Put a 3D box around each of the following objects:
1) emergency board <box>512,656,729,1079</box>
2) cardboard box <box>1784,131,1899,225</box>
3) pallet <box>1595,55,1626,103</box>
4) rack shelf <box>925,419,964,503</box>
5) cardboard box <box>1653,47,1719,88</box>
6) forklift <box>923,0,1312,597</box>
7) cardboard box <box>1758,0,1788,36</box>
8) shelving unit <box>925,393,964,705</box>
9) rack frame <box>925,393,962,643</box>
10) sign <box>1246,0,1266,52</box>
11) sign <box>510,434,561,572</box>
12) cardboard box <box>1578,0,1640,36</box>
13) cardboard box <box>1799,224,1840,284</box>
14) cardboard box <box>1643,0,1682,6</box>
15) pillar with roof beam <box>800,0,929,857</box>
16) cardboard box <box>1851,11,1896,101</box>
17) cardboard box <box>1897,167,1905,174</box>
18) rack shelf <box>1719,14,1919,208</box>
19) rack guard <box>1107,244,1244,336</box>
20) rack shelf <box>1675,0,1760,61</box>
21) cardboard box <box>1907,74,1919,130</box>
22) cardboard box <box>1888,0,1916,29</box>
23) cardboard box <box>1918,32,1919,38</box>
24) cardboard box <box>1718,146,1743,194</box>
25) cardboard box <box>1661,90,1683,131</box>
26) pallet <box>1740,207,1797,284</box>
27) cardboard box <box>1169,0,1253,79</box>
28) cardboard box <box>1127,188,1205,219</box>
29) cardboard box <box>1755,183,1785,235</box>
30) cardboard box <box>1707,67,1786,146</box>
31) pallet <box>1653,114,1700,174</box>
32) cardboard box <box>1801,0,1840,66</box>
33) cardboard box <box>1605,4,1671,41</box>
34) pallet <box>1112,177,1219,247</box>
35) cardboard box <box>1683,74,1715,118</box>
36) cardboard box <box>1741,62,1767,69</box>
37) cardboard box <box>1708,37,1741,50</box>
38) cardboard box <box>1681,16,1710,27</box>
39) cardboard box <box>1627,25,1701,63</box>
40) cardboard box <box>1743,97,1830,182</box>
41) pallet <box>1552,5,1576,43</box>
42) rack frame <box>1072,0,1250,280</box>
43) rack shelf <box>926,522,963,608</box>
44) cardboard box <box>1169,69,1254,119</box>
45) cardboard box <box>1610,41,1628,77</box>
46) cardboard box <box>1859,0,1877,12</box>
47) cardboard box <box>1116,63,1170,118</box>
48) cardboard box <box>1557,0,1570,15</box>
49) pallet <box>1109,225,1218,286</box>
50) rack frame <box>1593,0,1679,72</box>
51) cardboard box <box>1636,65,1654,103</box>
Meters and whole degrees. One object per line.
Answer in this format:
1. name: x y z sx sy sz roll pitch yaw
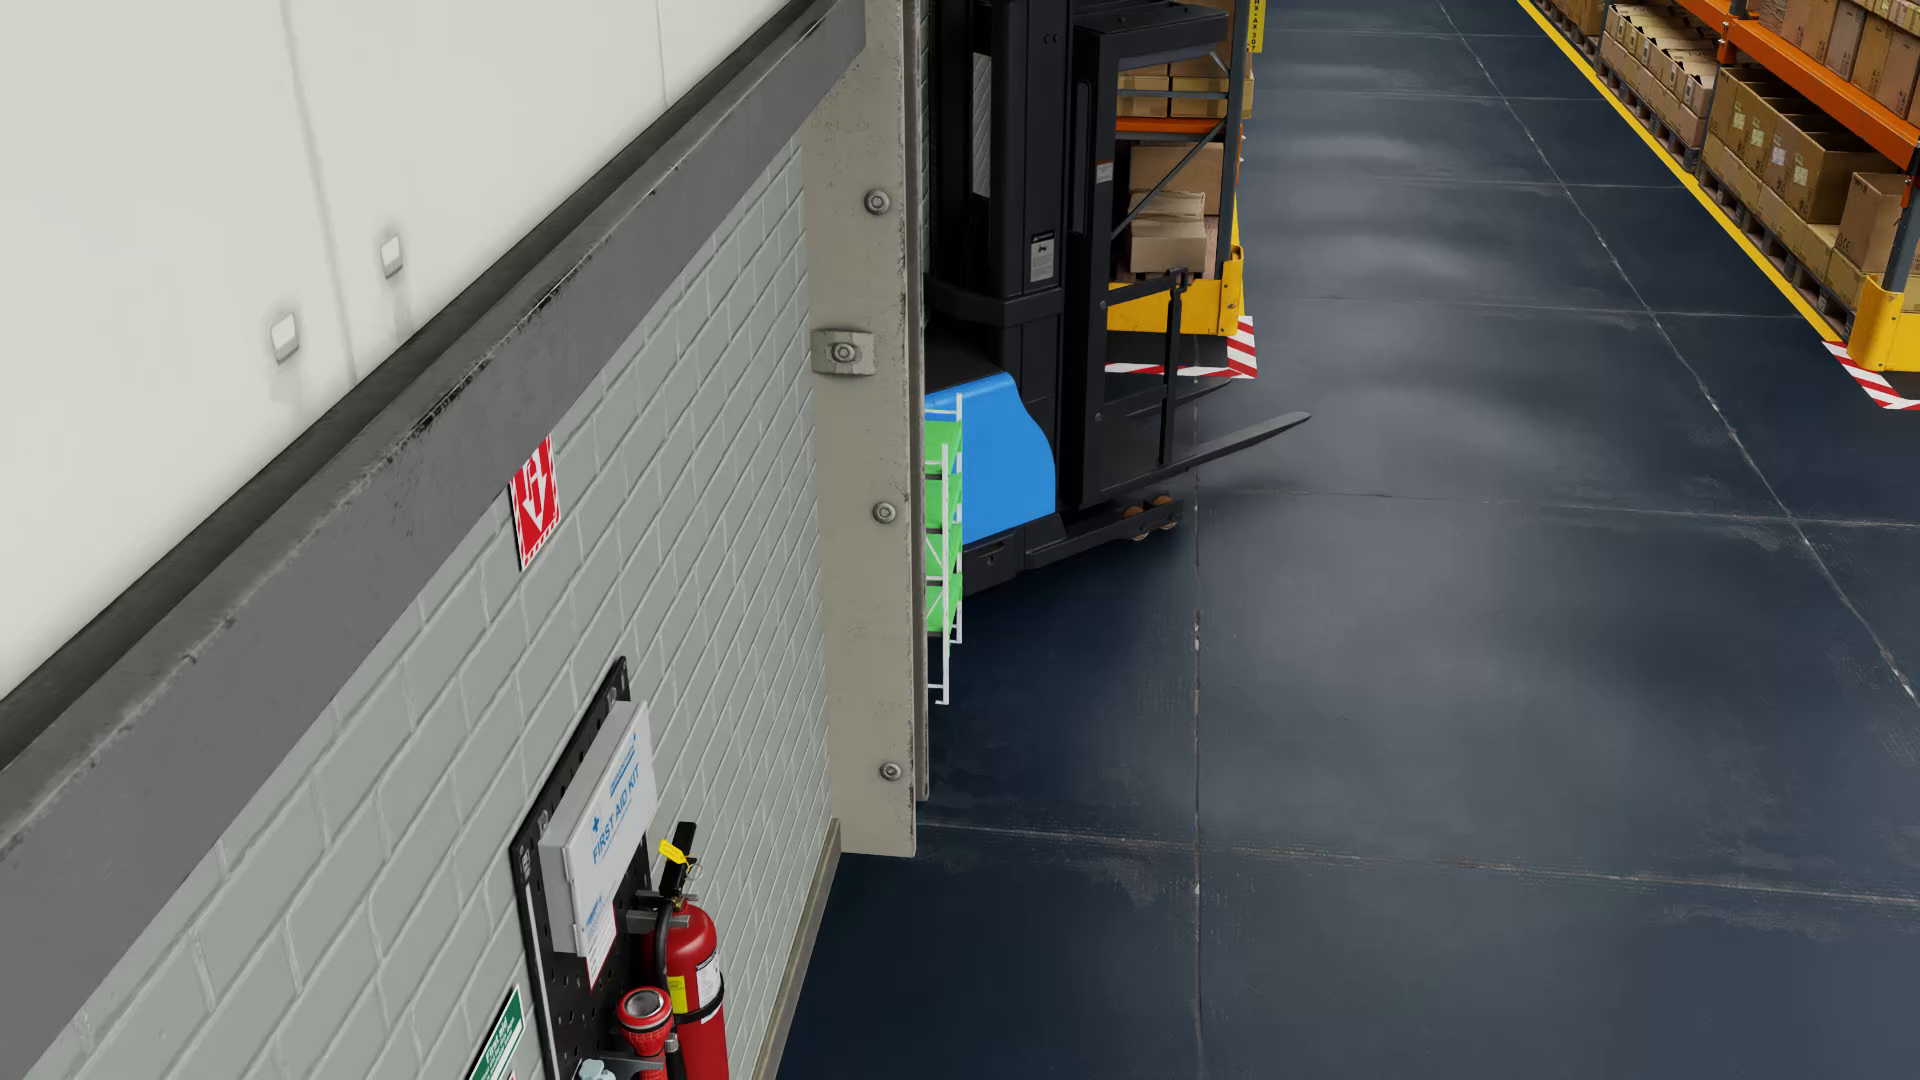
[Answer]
1. emergency board: -0.638 0.901 3.415 0.194 1.169 0.643 3 28 6
2. cardboard box: 6.006 -2.464 11.327 0.500 0.500 0.500 3 28 6
3. pallet: 6.968 -4.571 16.513 1.003 0.211 1.213 3 28 6
4. rack shelf: -0.140 -0.330 6.720 0.258 0.148 0.480 3 28 6
5. cardboard box: 6.504 -4.210 14.767 0.500 0.311 0.500 3 28 6
6. forklift: 0.503 -1.469 7.887 3.031 2.935 1.130 -20 34 -32
7. cardboard box: 6.569 -4.136 12.659 0.700 0.500 0.500 3 28 5
8. shelving unit: -0.140 0.037 6.917 0.258 1.200 0.503 3 28 6
9. rack frame: -0.113 -0.078 7.130 0.240 1.200 0.015 3 28 6
10. sign: 1.749 -3.054 9.844 0.100 0.325 0.005 3 28 6
11. sign: -0.738 -0.121 2.869 0.001 0.298 0.199 3 28 6
12. cardboard box: 6.989 -5.731 17.897 0.500 0.500 0.500 4 29 8
13. cardboard box: 5.949 -1.898 11.067 0.500 0.250 0.500 3 28 6
14. cardboard box: 7.447 -5.475 17.422 0.500 0.500 0.500 5 29 8
15. pillar with roof beam: 3.975 -2.651 3.683 9.100 9.000 0.400 3 28 6
16. cardboard box: 6.324 -3.162 10.852 0.700 0.500 0.500 4 29 7
17. cardboard box: 6.522 -2.434 11.271 0.500 0.500 0.500 3 28 6
18. rack shelf: 6.373 -3.043 11.494 1.077 0.370 4.000 3 28 6
19. rack guard: 1.220 -1.640 10.767 1.175 0.500 0.348 3 28 6
20. rack shelf: 6.863 -4.926 14.989 1.077 0.370 4.000 3 28 6
21. cardboard box: 6.197 -2.681 9.959 0.700 0.500 0.500 3 28 6
22. cardboard box: 6.080 -3.301 10.425 0.380 0.149 0.250 4 29 7
23. cardboard box: 6.016 -3.062 9.982 0.380 0.149 0.250 4 29 7
24. cardboard box: 6.194 -2.840 12.815 0.500 0.250 0.500 3 28 6
25. cardboard box: 6.444 -3.726 14.459 0.500 0.250 0.500 3 28 5
26. pallet: 6.332 -2.126 11.973 1.003 0.211 1.213 3 28 6
27. cardboard box: 1.567 -3.185 10.345 0.500 0.500 0.500 3 28 6
28. cardboard box: 1.455 -2.303 11.734 0.500 0.311 0.500 6 29 10
29. cardboard box: 6.072 -2.369 11.941 0.500 0.250 0.500 3 28 6
30. cardboard box: 6.250 -3.406 13.075 0.500 0.500 0.500 3 28 6
31. pallet: 6.669 -3.423 14.381 1.003 0.211 1.213 3 28 6
32. cardboard box: 6.446 -3.651 11.760 0.700 0.500 0.500 4 29 7
33. cardboard box: 6.752 -5.176 16.560 0.500 0.311 0.500 4 29 8
34. pallet: 1.507 -2.466 12.604 1.003 0.211 1.213 3 28 6
35. cardboard box: 6.383 -3.730 13.876 0.500 0.311 0.500 3 28 6
36. cardboard box: 6.982 -3.938 14.262 0.500 0.311 0.500 3 28 6
37. cardboard box: 7.103 -4.426 15.168 0.500 0.311 0.500 4 29 8
38. cardboard box: 7.231 -4.899 16.047 0.500 0.311 0.500 3 28 5
39. cardboard box: 6.631 -4.688 15.655 0.500 0.311 0.500 3 28 5
40. cardboard box: 6.128 -2.935 12.201 0.500 0.500 0.500 3 28 6
41. pallet: 7.389 -5.878 18.939 1.003 0.211 1.213 3 28 6
42. rack frame: 1.211 -2.705 10.107 1.000 3.000 0.127 3 28 6
43. rack shelf: -0.140 0.093 6.947 0.258 0.148 0.480 3 28 6
44. cardboard box: 1.586 -2.859 10.530 0.500 0.250 0.500 3 28 5
45. cardboard box: 6.691 -4.692 16.254 0.500 0.250 0.500 3 28 5
46. cardboard box: 6.142 -3.548 10.885 0.380 0.149 0.250 4 29 8
47. cardboard box: 1.076 -2.879 10.568 0.500 0.250 0.500 4 29 7
48. cardboard box: 7.111 -6.222 18.809 0.500 0.500 0.500 2 28 4
49. pallet: 1.355 -1.893 11.541 1.003 0.211 1.213 3 28 6
50. rack frame: 7.108 -6.184 16.566 1.000 3.000 0.127 3 28 6
51. cardboard box: 6.570 -4.206 15.351 0.500 0.250 0.500 4 29 7
